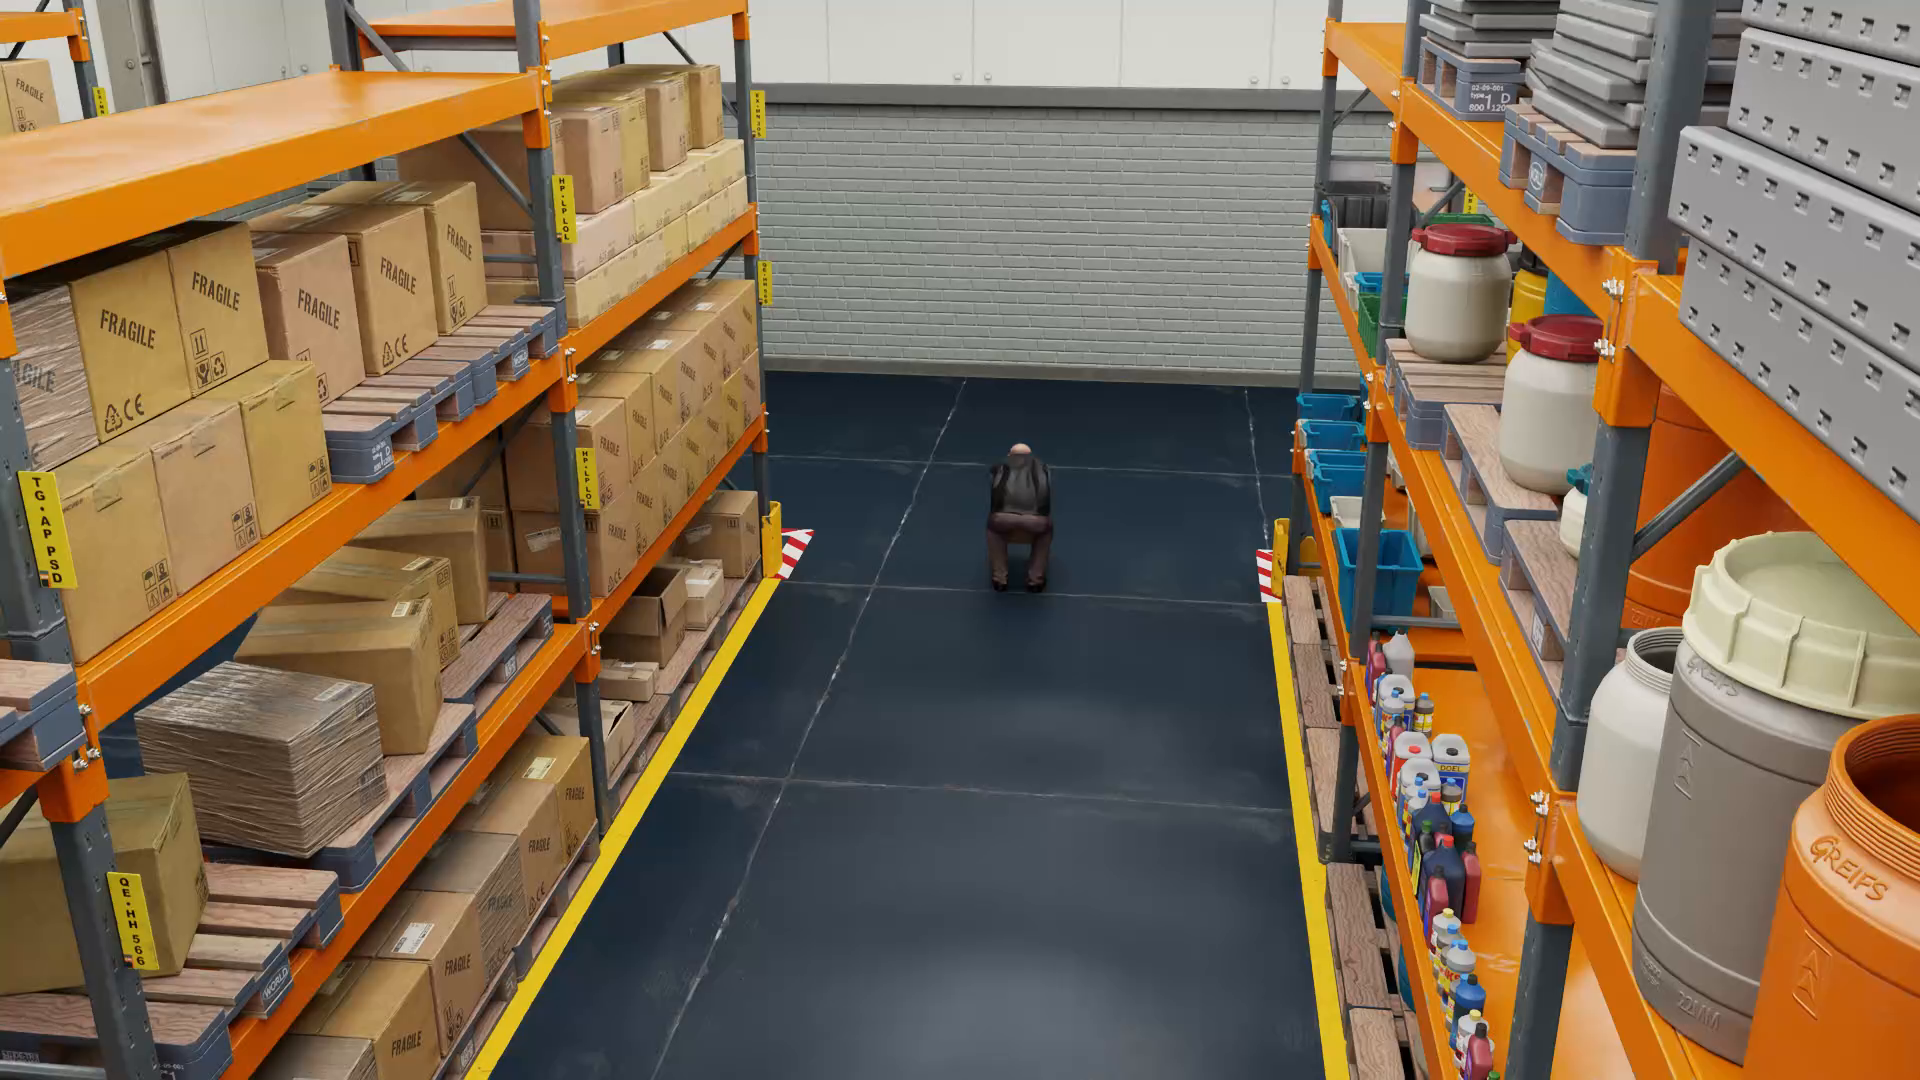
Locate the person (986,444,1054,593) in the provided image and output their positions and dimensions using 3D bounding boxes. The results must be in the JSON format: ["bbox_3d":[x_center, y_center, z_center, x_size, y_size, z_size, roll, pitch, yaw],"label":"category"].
[{"bbox_3d":[0.453,-0.159,12.585,0.521,0.968,0.938,2,21,4],"label":"person"}]
